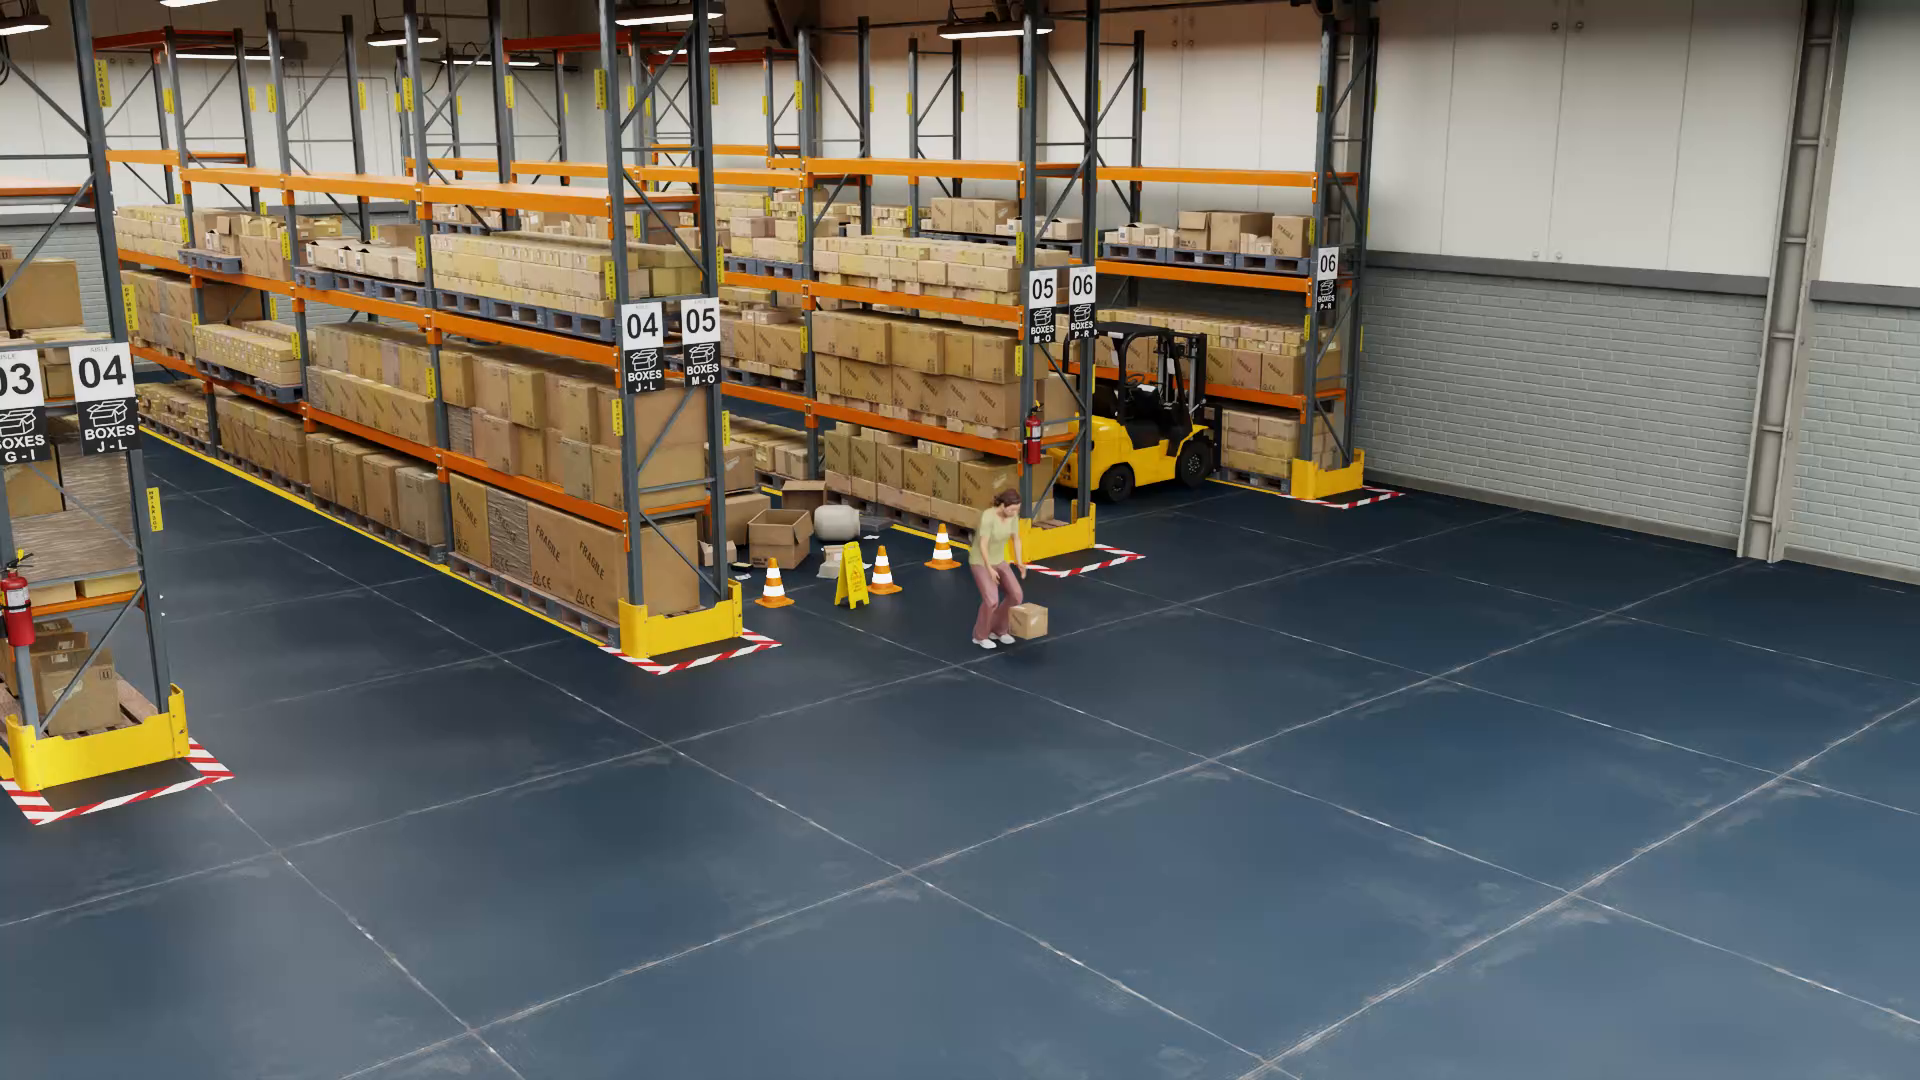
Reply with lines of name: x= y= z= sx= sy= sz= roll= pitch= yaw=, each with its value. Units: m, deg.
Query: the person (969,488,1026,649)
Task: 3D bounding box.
person: x=0.359 y=0.237 z=15.411 sx=0.498 sy=1.515 sz=0.533 roll=-12 pitch=18 yaw=-39
